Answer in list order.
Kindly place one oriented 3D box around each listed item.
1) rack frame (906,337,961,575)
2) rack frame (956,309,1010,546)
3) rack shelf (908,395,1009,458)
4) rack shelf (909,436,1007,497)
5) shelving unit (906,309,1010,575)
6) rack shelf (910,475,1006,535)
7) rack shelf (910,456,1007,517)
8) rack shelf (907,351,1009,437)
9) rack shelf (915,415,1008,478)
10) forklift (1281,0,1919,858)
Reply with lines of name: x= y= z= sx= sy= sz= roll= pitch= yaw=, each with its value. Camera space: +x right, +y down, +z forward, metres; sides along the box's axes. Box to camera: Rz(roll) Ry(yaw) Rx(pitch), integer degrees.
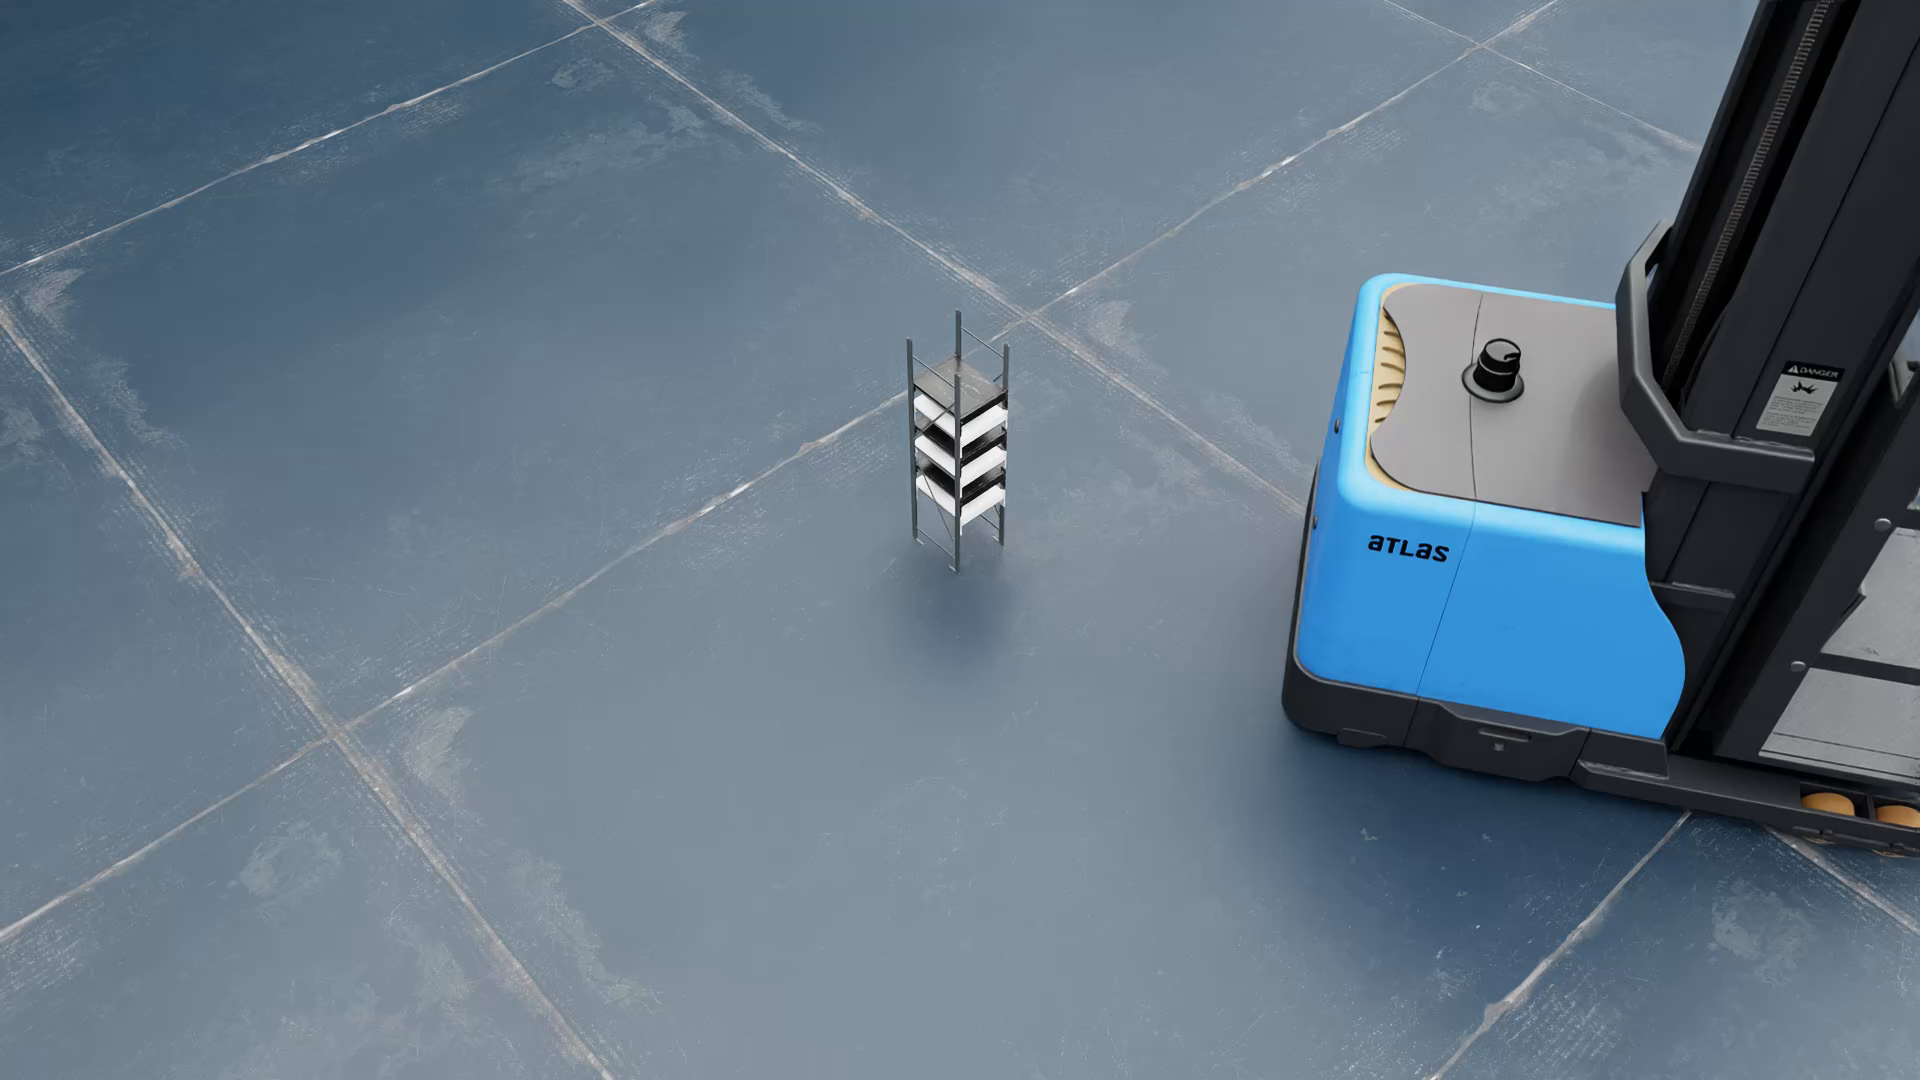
rack frame: x=-0.081 y=-0.251 z=5.369 sx=0.006 sy=0.900 sz=0.240 roll=-34 pitch=56 yaw=-27
rack frame: x=0.069 y=-0.351 z=5.462 sx=0.006 sy=0.900 sz=0.240 roll=-34 pitch=56 yaw=-27
rack shelf: x=-0.006 y=-0.401 z=5.308 sx=0.200 sy=0.077 sz=0.258 roll=-34 pitch=56 yaw=-27
rack shelf: x=-0.006 y=-0.279 z=5.440 sx=0.200 sy=0.077 sz=0.258 roll=-34 pitch=56 yaw=-27
shelving unit: x=-0.006 y=-0.301 z=5.416 sx=0.210 sy=0.900 sz=0.258 roll=-34 pitch=56 yaw=-27
rack shelf: x=-0.006 y=-0.156 z=5.572 sx=0.200 sy=0.077 sz=0.258 roll=-34 pitch=56 yaw=-27
rack shelf: x=-0.006 y=-0.218 z=5.506 sx=0.200 sy=0.077 sz=0.258 roll=-34 pitch=56 yaw=-27
rack shelf: x=-0.006 y=-0.462 z=5.242 sx=0.200 sy=0.077 sz=0.258 roll=-34 pitch=56 yaw=-27
rack shelf: x=-0.006 y=-0.340 z=5.374 sx=0.200 sy=0.077 sz=0.258 roll=-34 pitch=56 yaw=-27
forklift: x=2.576 y=-0.495 z=4.213 sx=3.031 sy=2.935 sz=1.130 roll=10 pitch=48 yaw=9
